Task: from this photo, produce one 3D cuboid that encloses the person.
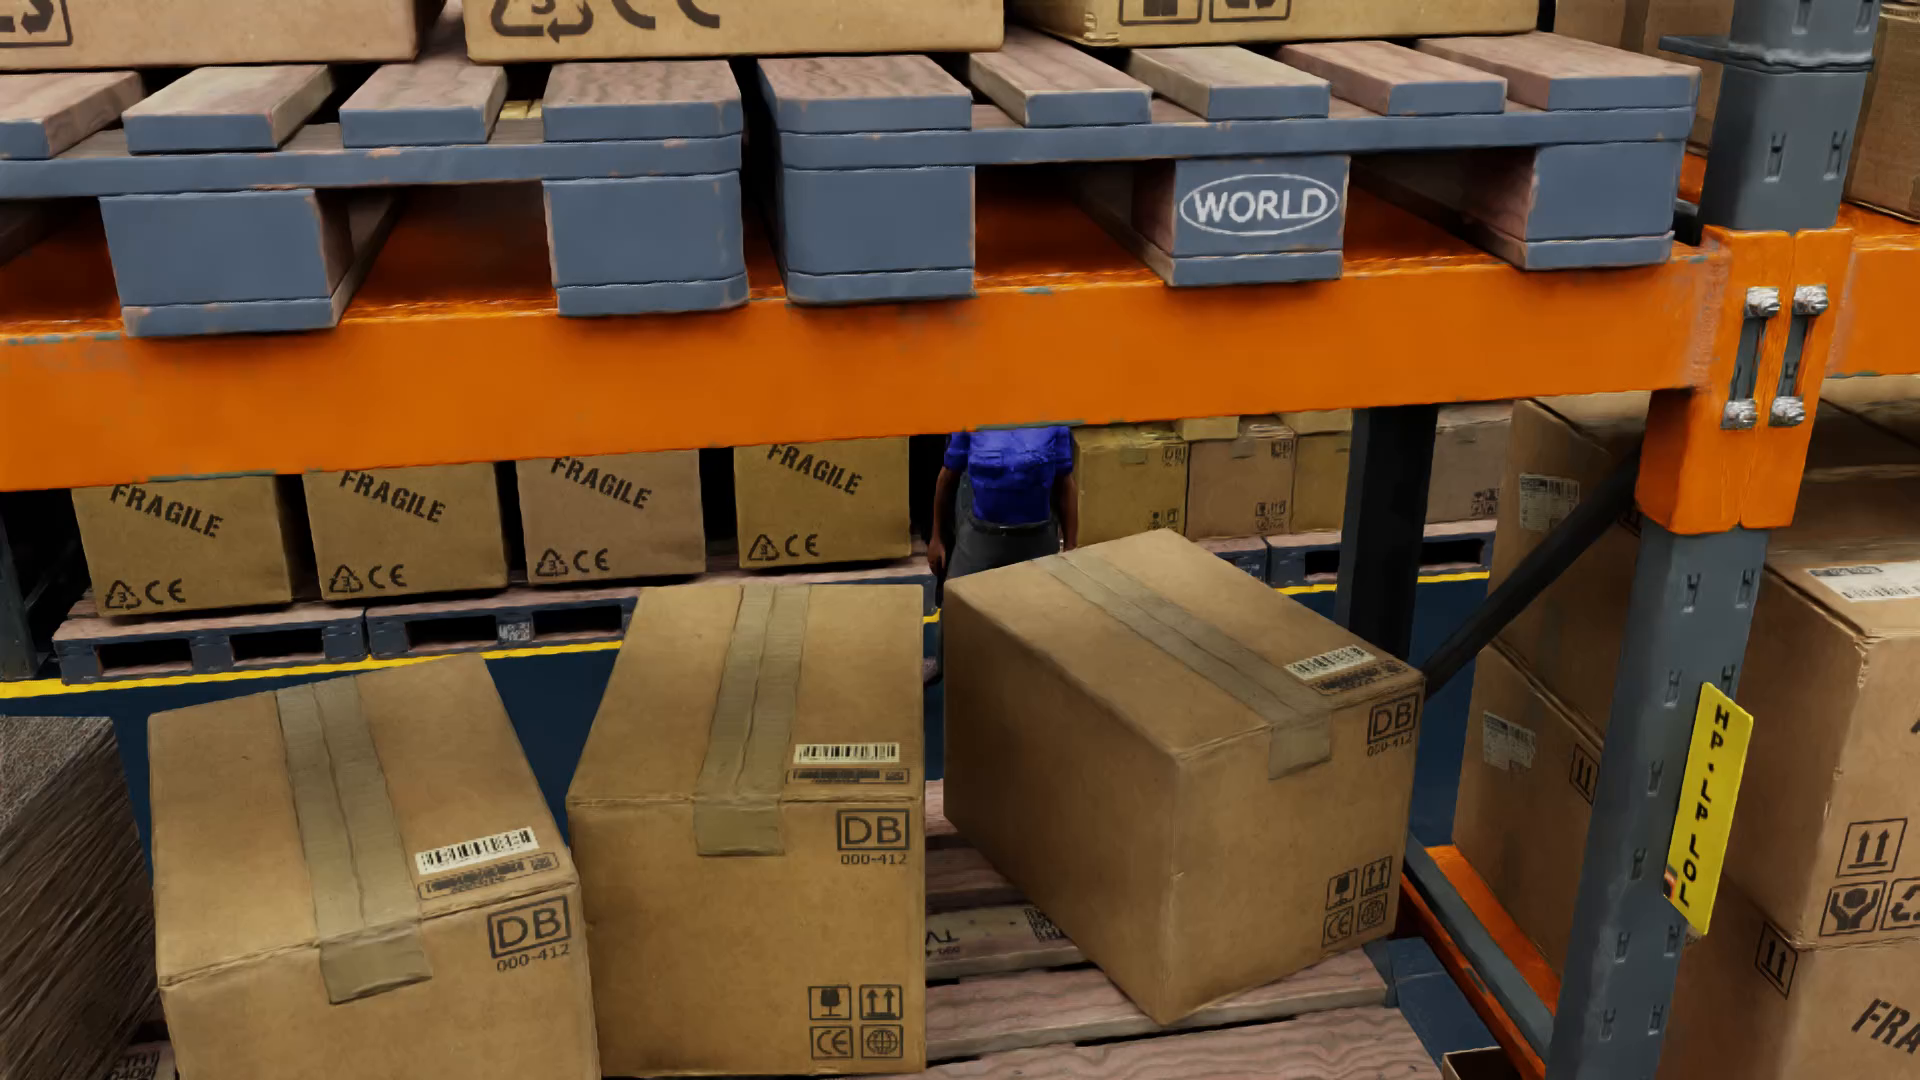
[{"bbox_3d":[0.092,0.004,6.101,0.653,1.656,0.583,-1,23,-1],"label":"person"}]
